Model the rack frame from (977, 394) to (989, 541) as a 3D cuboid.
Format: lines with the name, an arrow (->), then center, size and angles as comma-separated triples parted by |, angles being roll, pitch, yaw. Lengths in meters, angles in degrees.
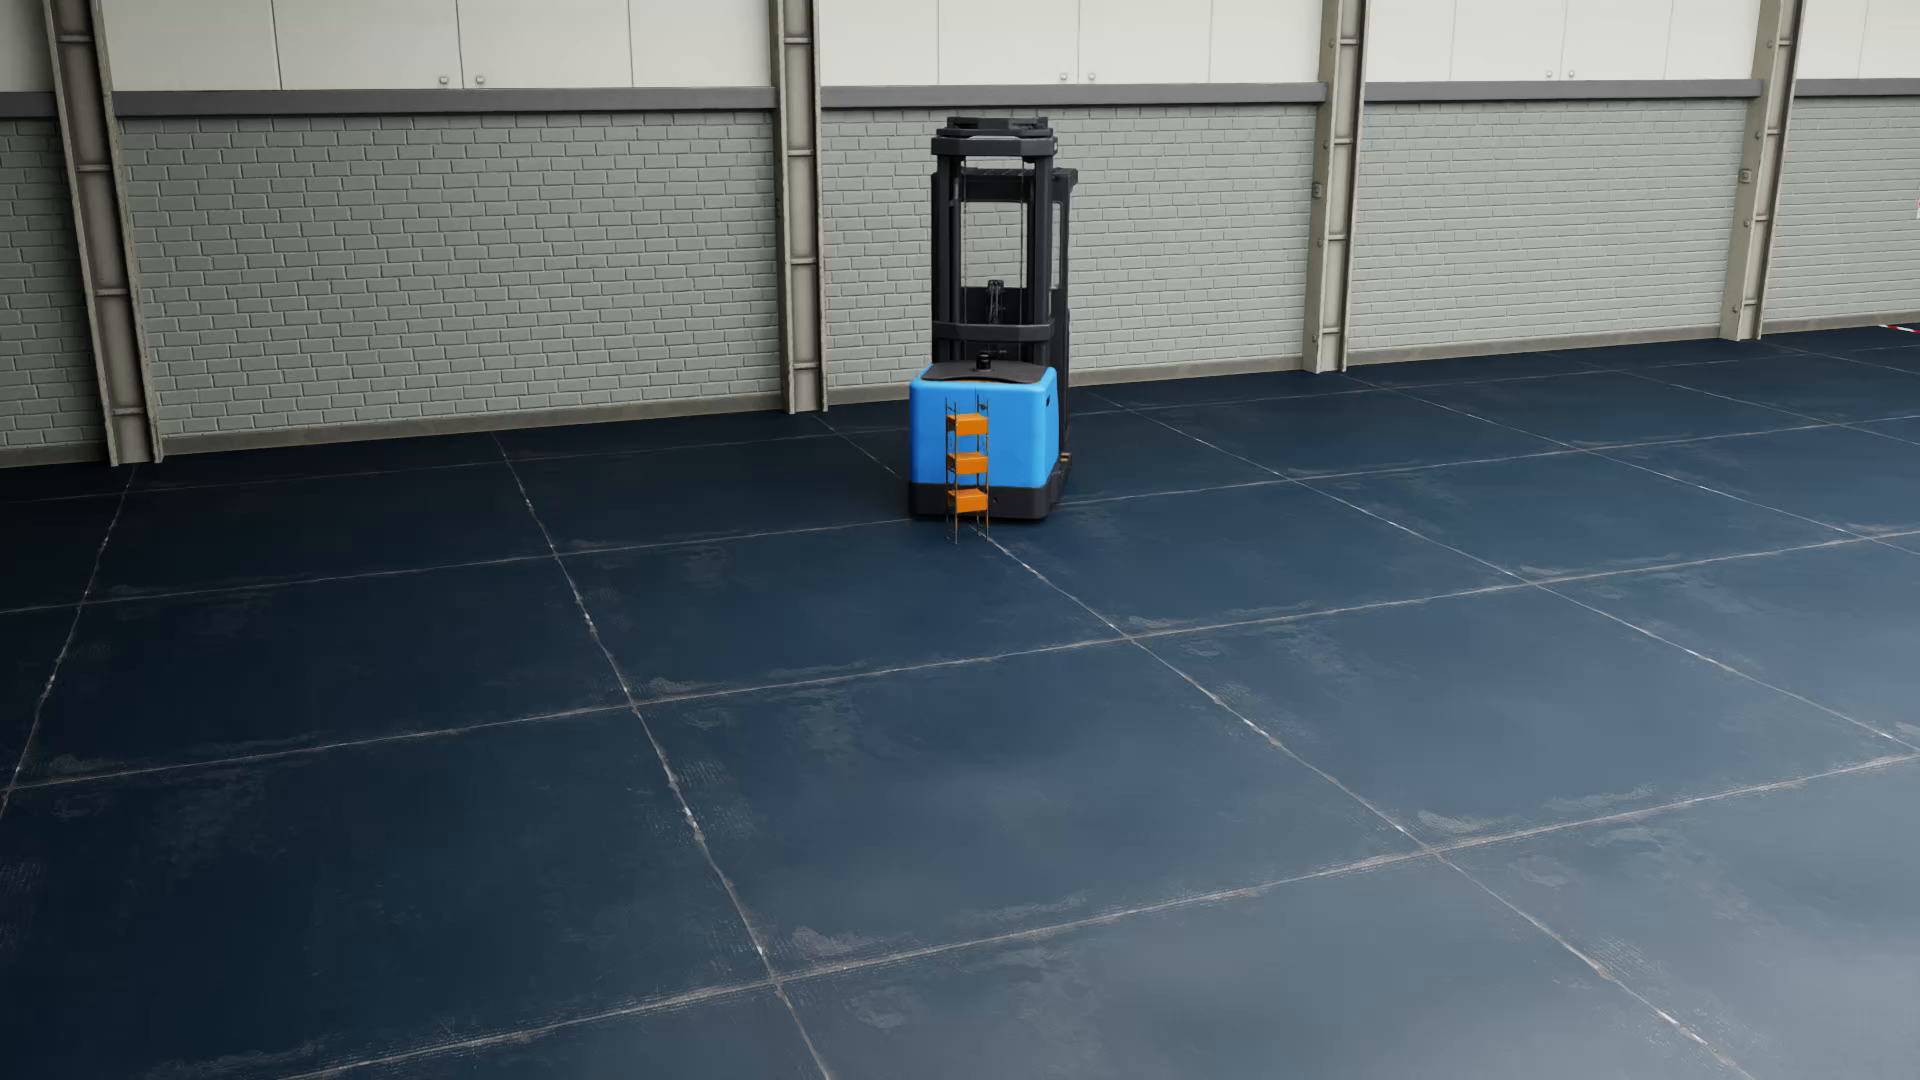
rack frame -> 0.164, -0.521, 12.011 | 0.008, 1.050, 0.200 | -6, 17, -20

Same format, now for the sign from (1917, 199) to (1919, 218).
sign -> 12.391, -4.298, 21.347 | 0.234, 0.329, 0.001 | -6, 17, -20

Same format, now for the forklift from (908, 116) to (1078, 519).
forklift -> 0.354, -1.934, 13.482 | 1.130, 2.935, 3.031 | 3, 17, 9

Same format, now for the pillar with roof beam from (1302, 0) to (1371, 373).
pillar with roof beam -> 5.600, -5.084, 13.441 | 0.400, 9.000, 9.100 | -6, 17, -20

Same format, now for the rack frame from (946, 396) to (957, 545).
rack frame -> -0.064, -0.497, 11.927 | 0.008, 1.050, 0.200 | -6, 17, -20

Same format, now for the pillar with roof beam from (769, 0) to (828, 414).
pillar with roof beam -> -0.003, -4.480, 11.381 | 0.400, 9.000, 9.100 | -6, 17, -20

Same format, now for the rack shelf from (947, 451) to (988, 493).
rack shelf -> 0.050, -0.499, 11.972 | 0.240, 0.259, 0.215 | -6, 17, -20

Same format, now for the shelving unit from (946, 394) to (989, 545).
shelving unit -> 0.050, -0.509, 11.969 | 0.252, 1.050, 0.215 | -6, 17, -20

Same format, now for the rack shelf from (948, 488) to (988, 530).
rack shelf -> 0.050, -0.232, 12.050 | 0.240, 0.259, 0.215 | -6, 17, -20

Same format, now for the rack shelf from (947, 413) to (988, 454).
rack shelf -> 0.050, -0.771, 11.892 | 0.240, 0.259, 0.215 | -6, 17, -20

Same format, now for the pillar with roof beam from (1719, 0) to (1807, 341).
pillar with roof beam -> 11.203, -5.689, 15.501 | 0.400, 9.000, 9.100 | -6, 17, -20

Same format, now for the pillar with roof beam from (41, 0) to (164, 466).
pillar with roof beam -> -5.605, -3.875, 9.322 | 0.400, 9.000, 9.100 | -6, 17, -20
